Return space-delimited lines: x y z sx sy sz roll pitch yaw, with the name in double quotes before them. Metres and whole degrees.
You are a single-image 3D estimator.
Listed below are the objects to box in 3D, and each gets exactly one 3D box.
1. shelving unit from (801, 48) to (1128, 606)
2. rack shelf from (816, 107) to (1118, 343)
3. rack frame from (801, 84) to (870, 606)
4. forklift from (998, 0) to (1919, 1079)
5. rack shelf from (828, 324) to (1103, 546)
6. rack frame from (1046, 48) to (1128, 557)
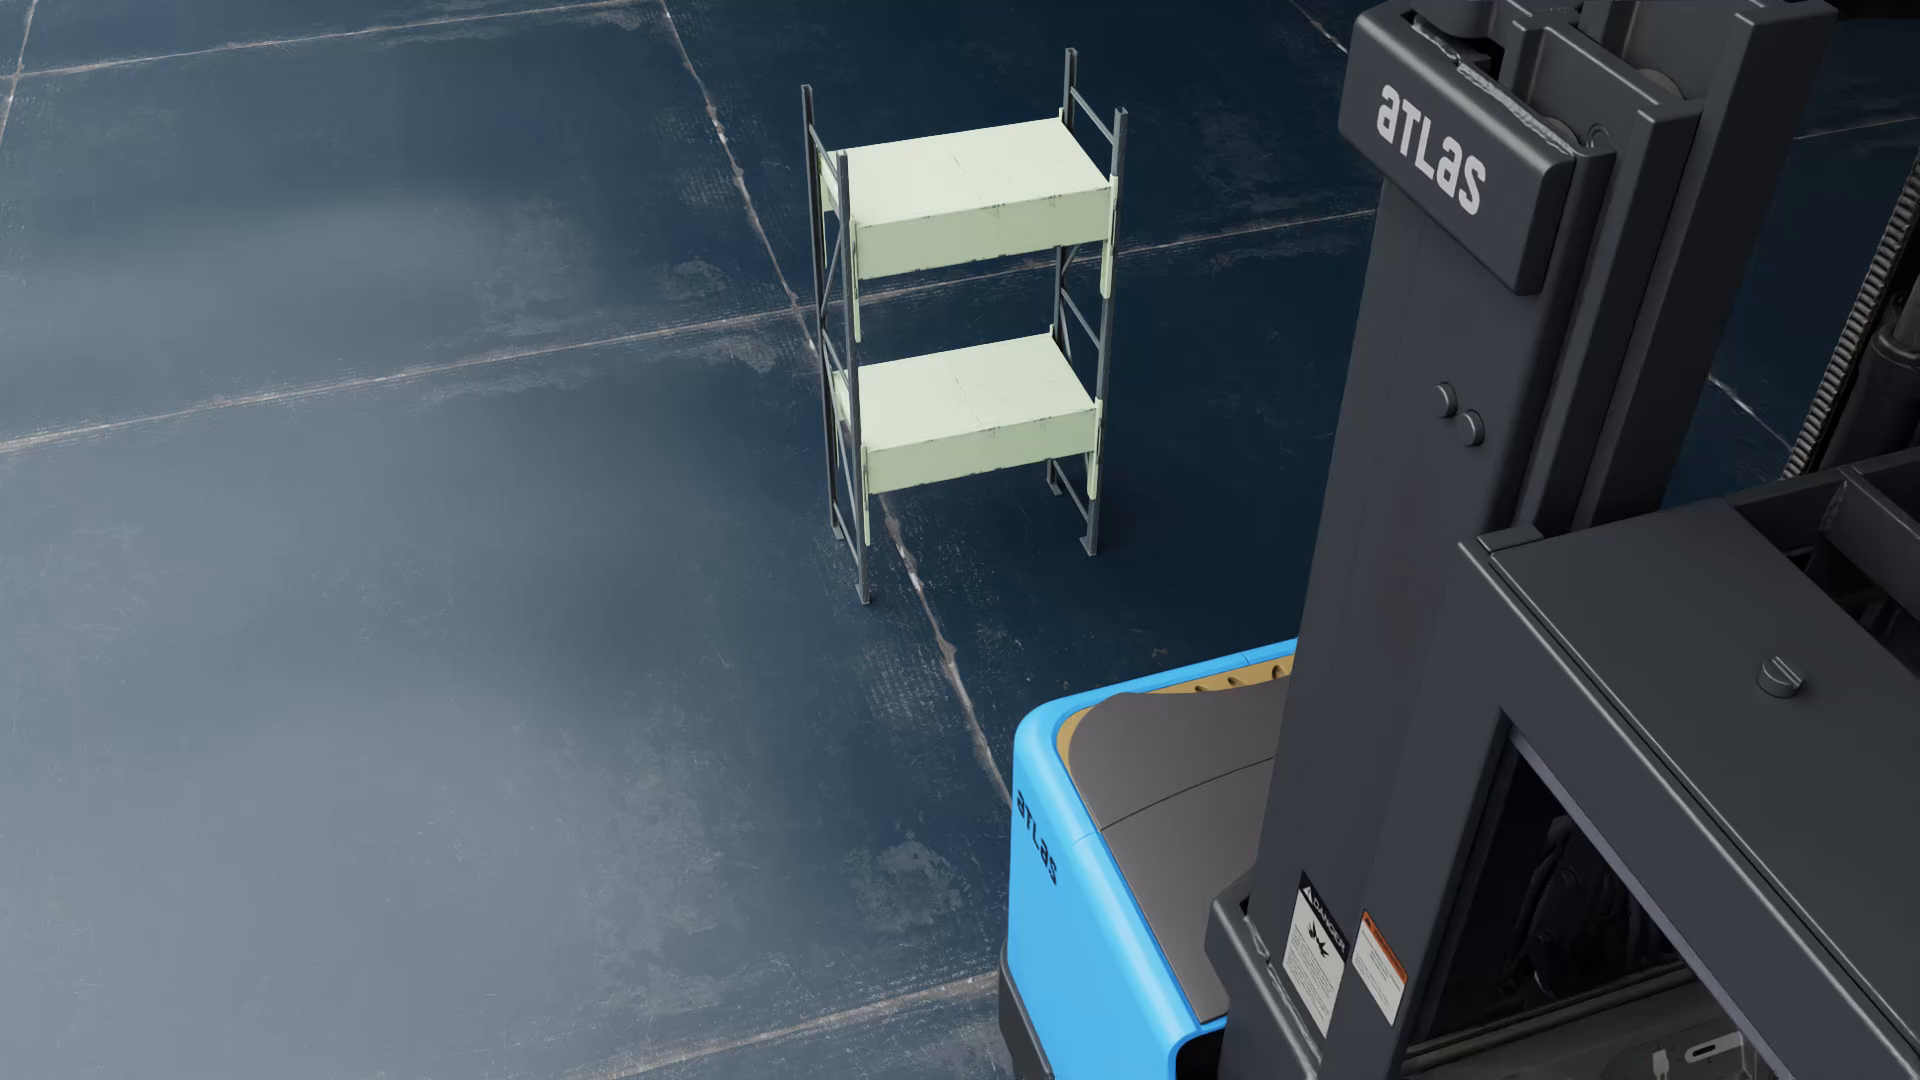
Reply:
"shelving unit" 0.006 -0.566 4.758 0.755 1.500 0.431 -12 42 -13
"rack shelf" 0.006 -0.860 4.501 0.720 0.370 0.431 -12 42 -13
"rack frame" -0.343 -0.494 4.675 0.023 1.500 0.400 -12 42 -13
"forklift" 1.049 0.848 2.051 1.130 2.935 3.031 -13 43 -14
"rack shelf" 0.006 -0.321 4.973 0.720 0.370 0.431 -12 42 -13
"rack frame" 0.355 -0.638 4.841 0.023 1.500 0.400 -12 42 -13
